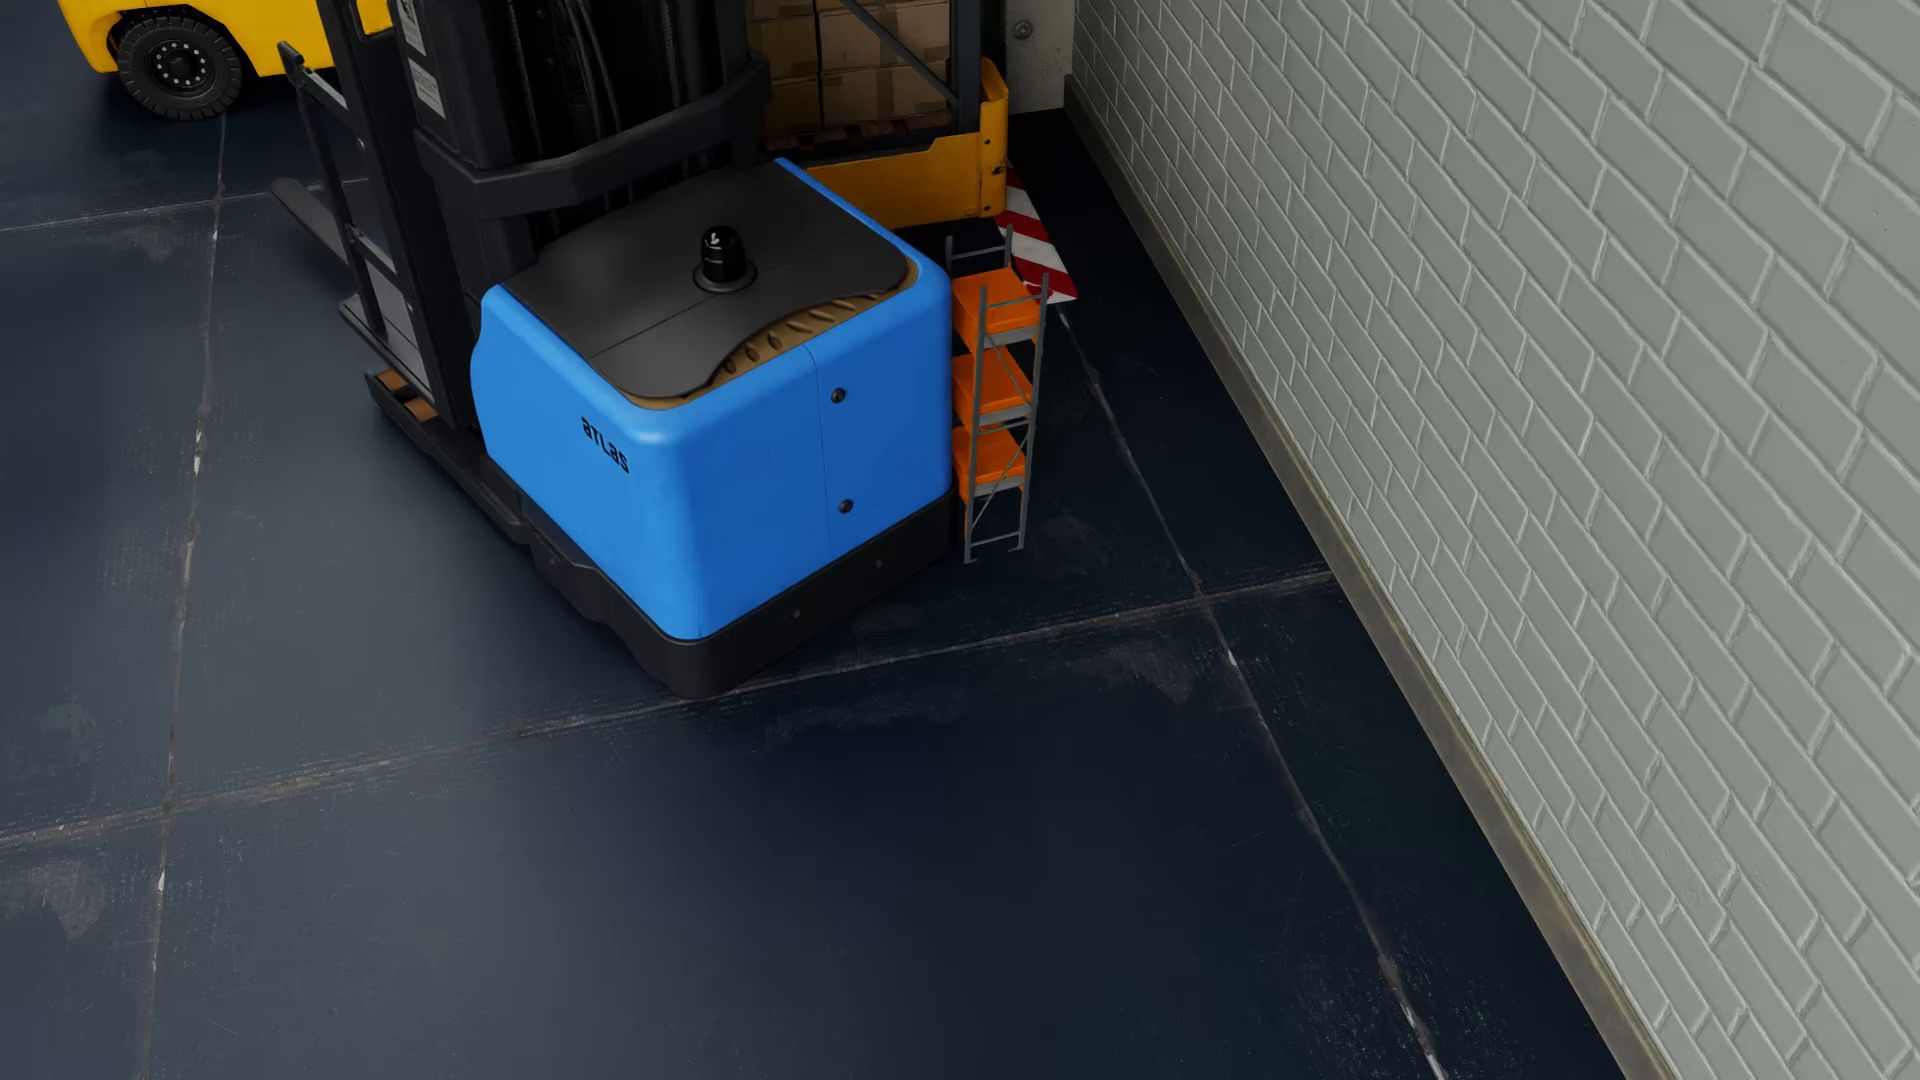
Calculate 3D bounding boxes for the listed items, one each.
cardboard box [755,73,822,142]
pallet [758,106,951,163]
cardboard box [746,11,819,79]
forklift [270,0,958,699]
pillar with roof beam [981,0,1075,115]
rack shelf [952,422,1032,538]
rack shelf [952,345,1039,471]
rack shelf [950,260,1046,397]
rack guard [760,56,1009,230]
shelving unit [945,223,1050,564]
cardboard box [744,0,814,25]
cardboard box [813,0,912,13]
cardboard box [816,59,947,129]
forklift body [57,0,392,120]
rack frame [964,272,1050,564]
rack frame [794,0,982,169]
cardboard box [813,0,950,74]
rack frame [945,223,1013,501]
[{"bbox_3d":[-0.845,-1.807,6.551,0.500,0.250,0.500,-10,46,-10],"label":"cardboard box"},{"bbox_3d":[-0.655,-1.900,6.964,1.003,0.211,1.213,-11,47,-10],"label":"pallet"},{"bbox_3d":[-0.846,-1.994,6.385,0.500,0.250,0.500,-11,47,-11],"label":"cardboard box"},{"bbox_3d":[-1.352,-1.554,4.721,1.130,2.935,3.031,-32,54,-27],"label":"forklift"},{"bbox_3d":[-3.888,-4.314,3.177,9.100,9.000,0.400,-11,47,-10],"label":"pillar with roof beam"},{"bbox_3d":[0.069,-0.201,5.109,0.215,0.259,0.240,-15,47,-17],"label":"rack shelf"},{"bbox_3d":[0.080,-0.398,4.913,0.215,0.259,0.240,-15,47,-17],"label":"rack shelf"},{"bbox_3d":[0.091,-0.600,4.714,0.215,0.259,0.240,-15,47,-17],"label":"rack shelf"},{"bbox_3d":[-0.413,-1.464,6.335,1.175,0.500,0.348,-11,47,-10],"label":"rack guard"},{"bbox_3d":[0.080,-0.406,4.906,0.215,1.050,0.252,-15,47,-17],"label":"shelving unit"},{"bbox_3d":[-0.838,-2.151,6.189,0.500,0.250,0.500,-9,46,-9],"label":"cardboard box"},{"bbox_3d":[-0.359,-2.256,6.292,0.500,0.250,0.500,-11,47,-11],"label":"cardboard box"},{"bbox_3d":[-0.356,-1.915,6.658,0.500,0.250,0.500,-11,47,-10],"label":"cardboard box"},{"bbox_3d":[-2.668,-3.034,6.717,2.313,2.155,1.214,-11,47,-10],"label":"forklift body"},{"bbox_3d":[0.127,-0.325,4.827,0.200,1.050,0.008,-15,47,-17],"label":"rack frame"},{"bbox_3d":[-0.419,-2.355,5.458,1.000,3.000,0.127,-11,47,-10],"label":"rack frame"},{"bbox_3d":[-0.339,-2.078,6.467,0.500,0.250,0.500,-10,46,-10],"label":"cardboard box"},{"bbox_3d":[0.034,-0.486,4.985,0.200,1.050,0.008,-15,47,-17],"label":"rack frame"}]
